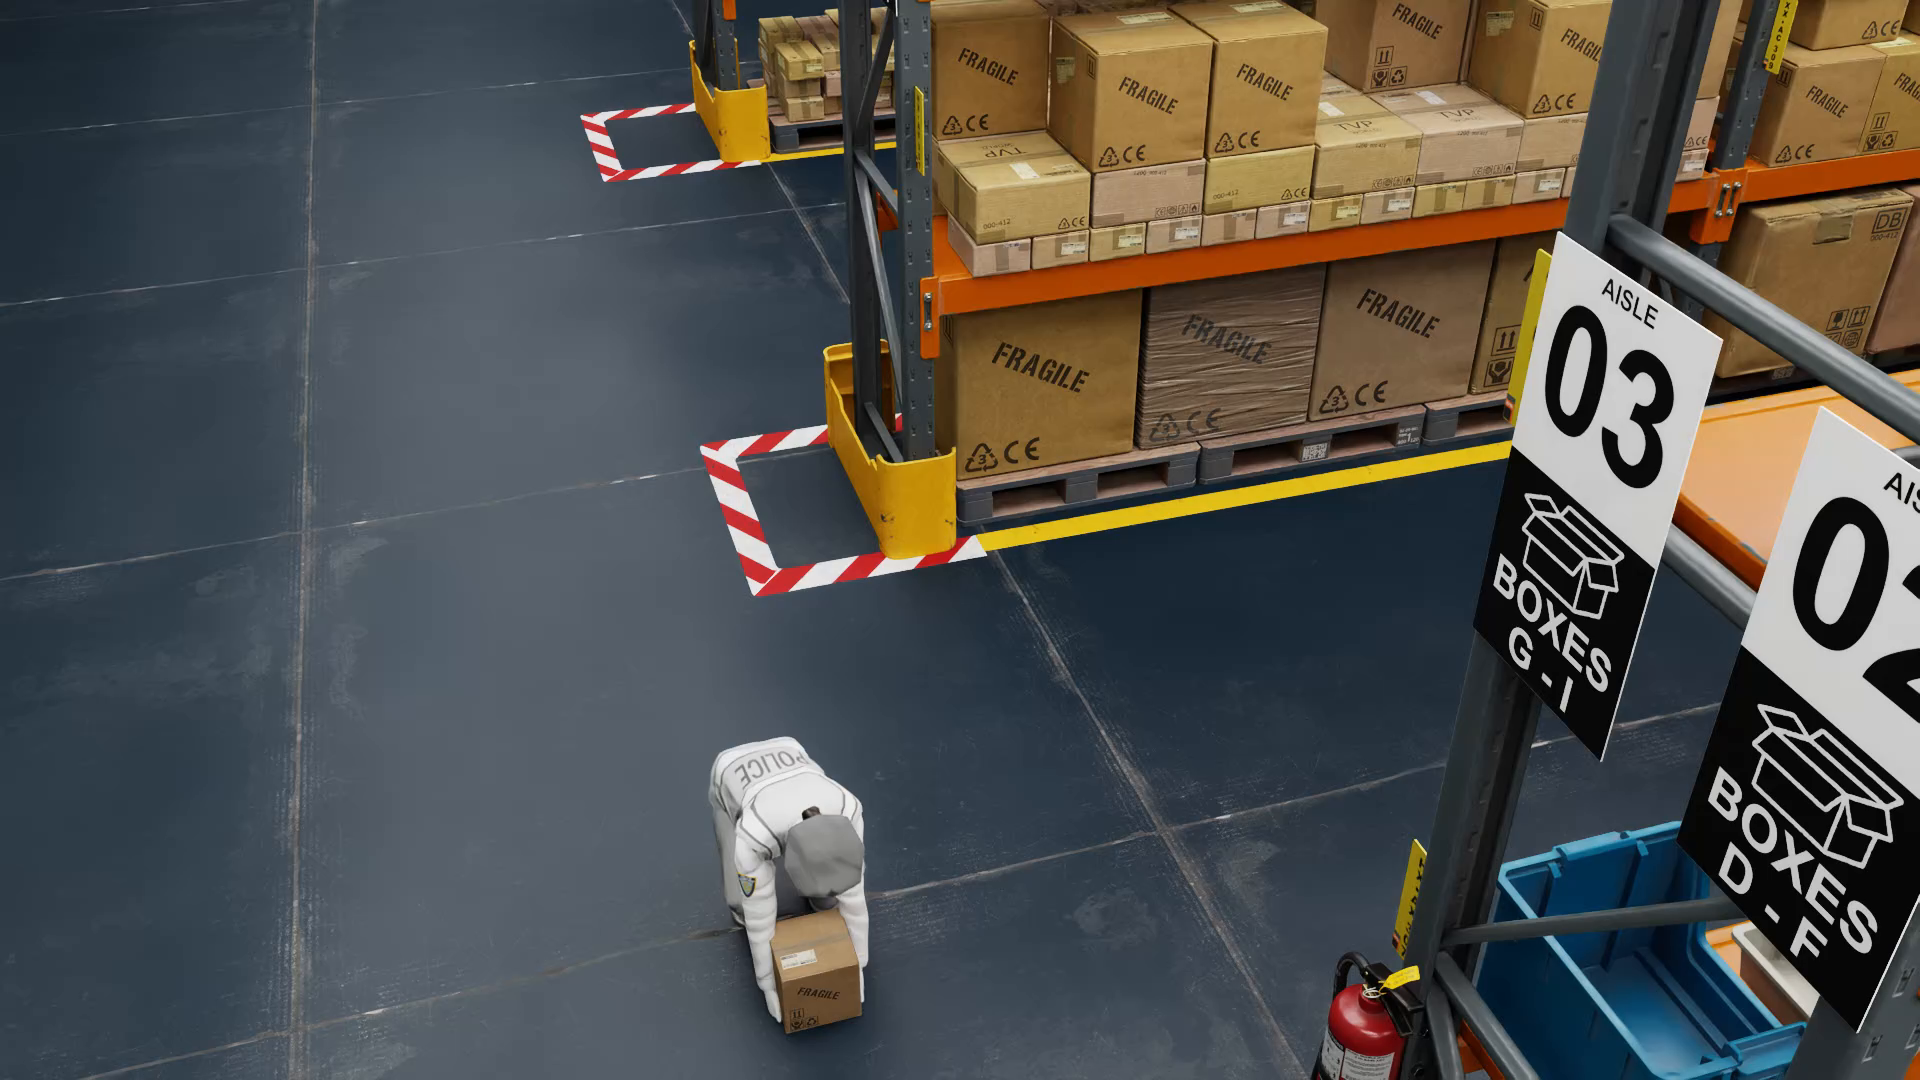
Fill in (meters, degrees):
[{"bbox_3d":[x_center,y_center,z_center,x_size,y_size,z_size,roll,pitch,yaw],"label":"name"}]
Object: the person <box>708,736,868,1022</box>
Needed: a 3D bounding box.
[{"bbox_3d":[-0.557,1.037,5.464,0.469,0.843,0.891,-11,36,-15],"label":"person"}]
